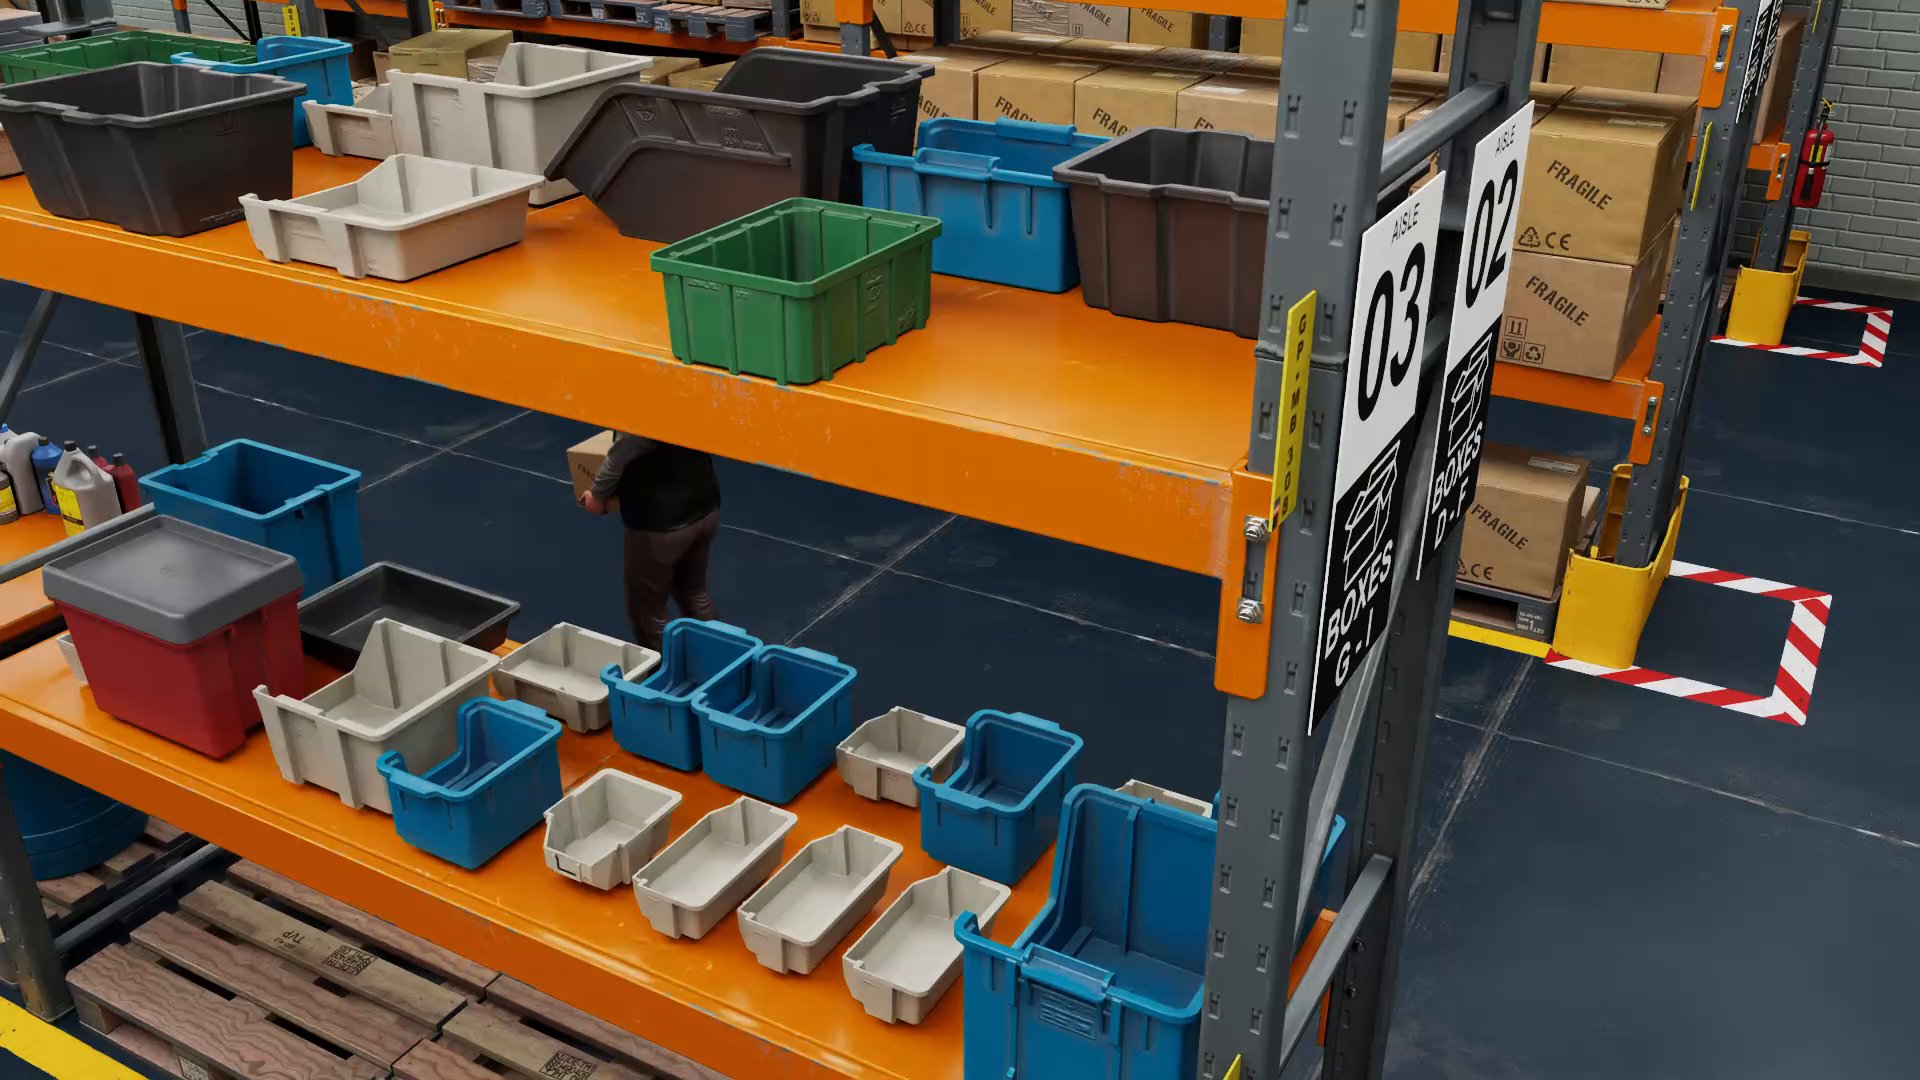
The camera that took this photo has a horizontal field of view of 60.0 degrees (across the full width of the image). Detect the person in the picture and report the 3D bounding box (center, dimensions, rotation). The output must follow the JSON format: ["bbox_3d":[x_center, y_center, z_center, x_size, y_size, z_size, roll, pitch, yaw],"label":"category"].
[{"bbox_3d":[-1.271,-0.088,6.831,0.551,1.711,0.494,15,30,27],"label":"person"}]
